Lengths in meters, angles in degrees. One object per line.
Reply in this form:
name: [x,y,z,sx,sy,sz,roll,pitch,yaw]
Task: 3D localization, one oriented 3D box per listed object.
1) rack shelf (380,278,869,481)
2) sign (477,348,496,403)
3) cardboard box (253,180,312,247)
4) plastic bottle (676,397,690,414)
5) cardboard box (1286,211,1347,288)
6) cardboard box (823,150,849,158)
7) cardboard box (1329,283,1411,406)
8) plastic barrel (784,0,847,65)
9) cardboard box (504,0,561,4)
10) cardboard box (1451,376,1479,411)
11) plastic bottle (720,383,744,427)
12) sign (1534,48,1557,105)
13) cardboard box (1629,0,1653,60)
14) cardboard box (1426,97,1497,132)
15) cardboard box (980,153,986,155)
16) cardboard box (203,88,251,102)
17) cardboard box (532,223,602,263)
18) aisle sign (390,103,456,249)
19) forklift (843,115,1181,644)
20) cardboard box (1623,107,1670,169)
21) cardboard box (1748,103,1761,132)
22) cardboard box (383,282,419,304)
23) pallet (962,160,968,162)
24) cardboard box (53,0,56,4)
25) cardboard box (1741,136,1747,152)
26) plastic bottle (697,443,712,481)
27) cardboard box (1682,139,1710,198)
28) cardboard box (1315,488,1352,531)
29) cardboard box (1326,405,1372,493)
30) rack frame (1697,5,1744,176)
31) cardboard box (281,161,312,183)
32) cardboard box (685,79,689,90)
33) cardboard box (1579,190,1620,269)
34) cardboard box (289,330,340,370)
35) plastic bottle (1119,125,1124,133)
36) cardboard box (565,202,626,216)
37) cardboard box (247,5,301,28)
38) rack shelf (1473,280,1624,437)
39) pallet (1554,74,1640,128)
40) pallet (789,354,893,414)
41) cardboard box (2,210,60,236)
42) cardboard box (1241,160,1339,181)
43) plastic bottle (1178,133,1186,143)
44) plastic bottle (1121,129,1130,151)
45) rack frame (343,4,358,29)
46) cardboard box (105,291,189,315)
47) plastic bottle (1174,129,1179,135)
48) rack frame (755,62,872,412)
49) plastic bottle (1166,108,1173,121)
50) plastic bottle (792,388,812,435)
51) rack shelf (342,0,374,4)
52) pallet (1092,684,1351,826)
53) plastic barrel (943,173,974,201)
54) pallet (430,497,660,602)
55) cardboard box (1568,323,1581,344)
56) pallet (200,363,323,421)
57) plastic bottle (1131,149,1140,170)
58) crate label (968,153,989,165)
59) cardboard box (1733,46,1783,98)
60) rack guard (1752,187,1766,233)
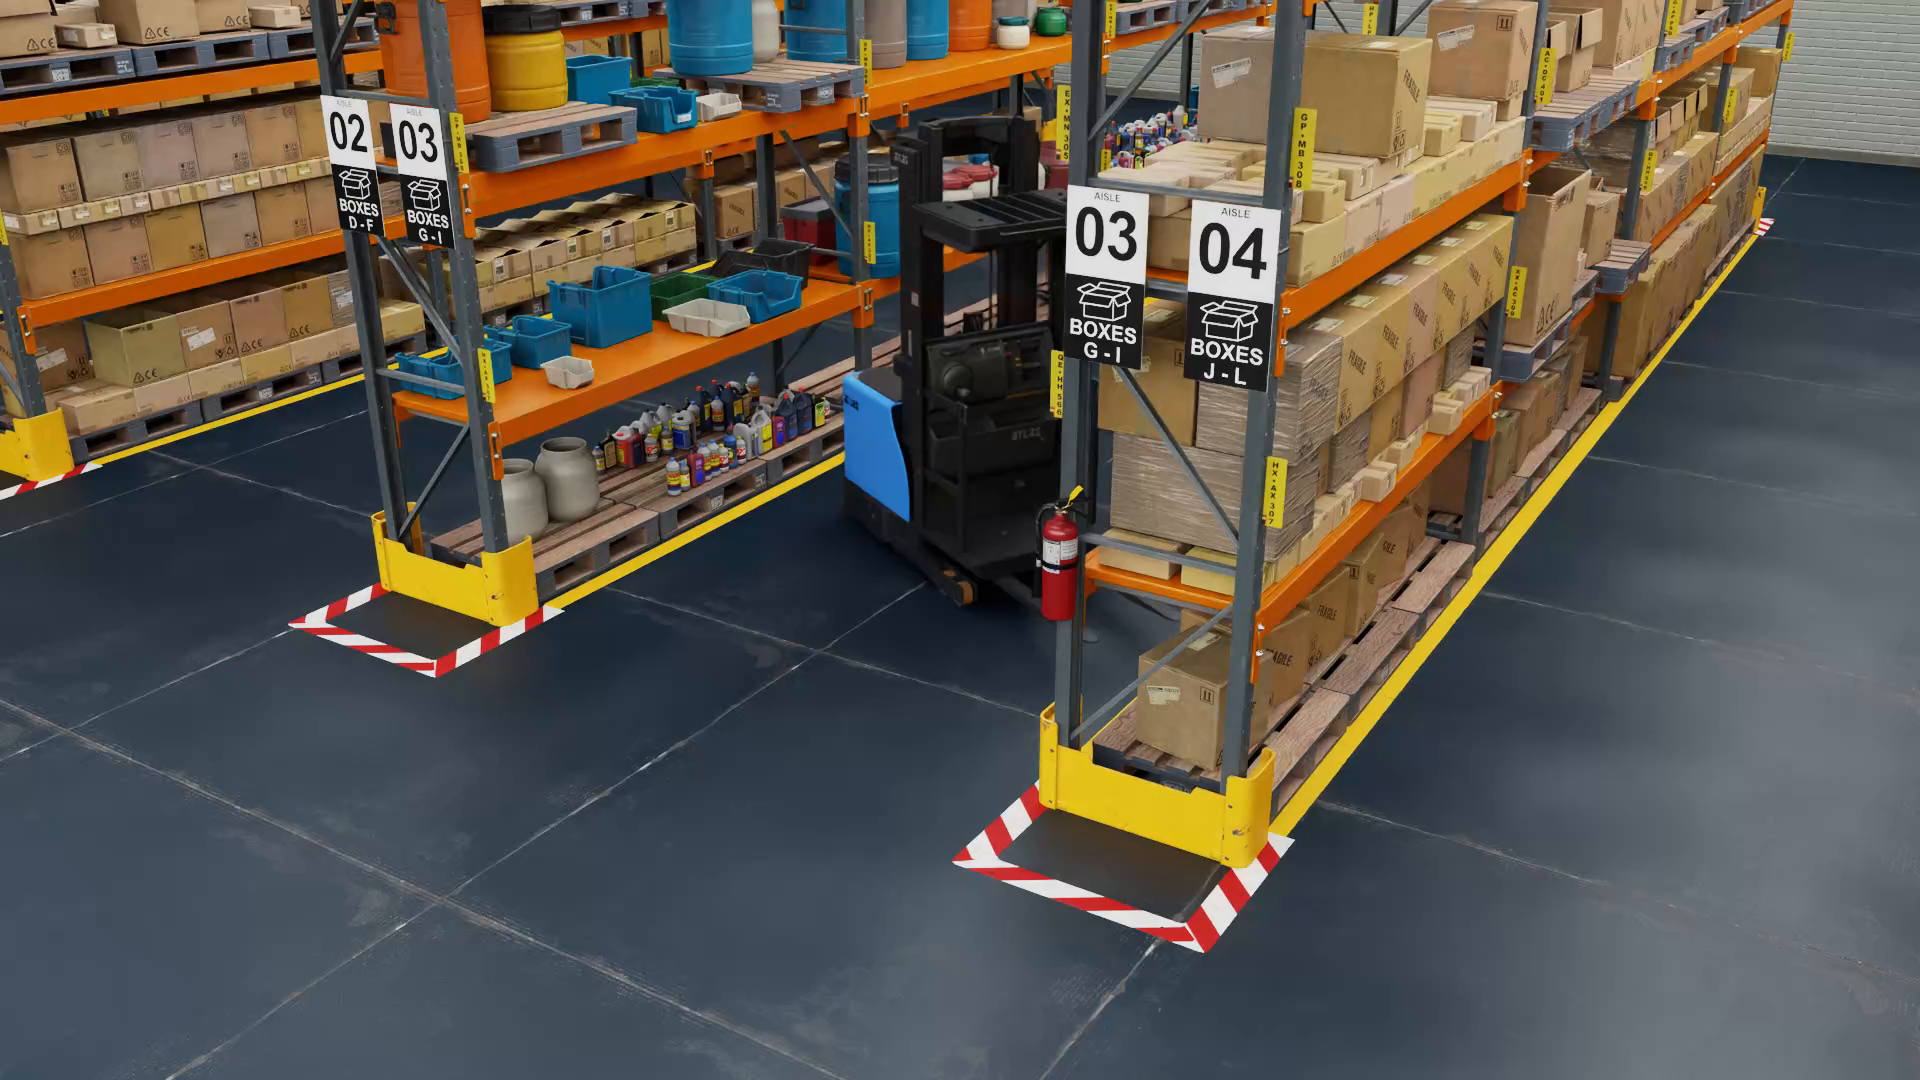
rack shelf: [-2.222,-1.310,11.906,1.077,0.370,4.000,14,27,29]
sign: [-2.812,-0.976,9.879,0.100,0.325,0.005,14,27,29]
cardboard box: [-6.142,-2.902,14.551,0.700,0.500,0.500,14,27,30]
plastic bottle: [-2.167,-0.975,13.091,0.061,0.283,0.133,15,28,31]
cardboard box: [1.405,-1.344,7.491,0.500,0.250,0.500,15,27,30]
cardboard box: [-1.438,-4.718,21.465,0.500,0.500,0.500,14,27,29]
cardboard box: [1.985,-1.033,8.603,0.500,0.500,0.500,14,27,29]
plastic barrel: [-1.083,-4.139,13.129,0.600,0.901,0.708,14,27,29]
cardboard box: [-4.312,-5.488,16.535,0.500,0.250,0.500,11,26,25]
cardboard box: [3.037,-0.946,10.475,0.380,0.149,0.250,14,27,29]
plastic bottle: [-1.823,-1.086,13.263,0.144,0.351,0.185,14,27,29]
sign: [3.506,-2.780,9.970,0.100,0.325,0.005,14,27,29]
cardboard box: [4.851,-3.891,12.430,0.500,0.500,0.500,14,27,29]
cardboard box: [2.838,-2.424,9.485,0.380,0.149,0.250,12,26,26]
cardboard box: [0.353,-5.795,24.269,0.500,0.250,0.500,14,27,29]
cardboard box: [-8.664,-5.220,19.352,0.700,0.500,0.500,18,29,36]
cardboard box: [-4.134,-3.149,17.476,0.500,0.311,0.500,15,27,30]
aisle sign: [-3.066,-2.073,9.490,0.394,0.787,0.004,14,27,29]
forklift: [0.314,-1.123,10.656,1.130,2.935,3.031,-13,26,-27]
cardboard box: [5.896,-3.596,14.893,0.797,0.503,0.637,15,27,30]
cardboard box: [8.804,-4.833,18.953,0.500,0.250,0.500,13,27,27]
cardboard box: [-5.401,-2.486,16.650,0.500,0.250,0.500,14,27,28]
pallet: [-0.147,-5.420,24.004,1.003,0.211,1.213,14,27,29]
cardboard box: [-9.641,-5.600,16.983,0.500,0.500,0.500,15,27,30]
cardboard box: [8.520,-4.419,18.498,0.380,0.149,0.250,13,27,27]
plastic bottle: [-1.875,-0.577,12.189,0.097,0.271,0.097,0,23,0]
cardboard box: [6.979,-3.643,16.263,0.500,0.500,0.500,15,27,31]
cardboard box: [1.829,-0.192,8.733,0.380,0.149,0.250,14,27,29]
cardboard box: [1.707,-0.643,8.960,0.875,0.500,0.500,14,27,29]
rack frame: [7.261,-3.977,17.162,1.000,3.000,0.127,14,27,29]
cardboard box: [-5.873,-3.218,14.467,0.380,0.149,0.250,14,27,29]
cardboard box: [-3.027,-5.179,19.284,0.700,0.500,0.500,5,24,11]
cardboard box: [4.691,-2.466,13.016,0.700,0.500,0.500,19,30,37]
cardboard box: [-5.955,-1.745,14.937,0.500,0.250,0.500,14,27,29]
plastic bottle: [1.790,-4.456,18.429,0.097,0.271,0.097,0,23,0]
cardboard box: [-4.059,-3.599,18.514,0.500,0.311,0.500,13,27,28]
cardboard box: [-5.777,-4.408,13.993,0.380,0.149,0.250,14,27,29]
rack shelf: [4.096,-1.622,12.627,1.077,0.370,4.000,14,27,29]
pallet: [4.002,-3.104,11.606,1.213,0.211,1.003,14,27,29]
pallet: [-0.786,-1.309,14.508,1.003,0.211,1.213,14,27,29]
cardboard box: [-7.093,-2.435,12.658,0.380,0.149,0.250,14,27,29]
cardboard box: [1.520,-1.641,7.676,0.380,0.149,0.250,13,27,28]
plastic bottle: [2.384,-4.256,17.953,0.061,0.283,0.133,14,27,29]
plastic bottle: [1.810,-4.360,18.207,0.097,0.271,0.097,0,23,0]
rack frame: [-7.474,-5.742,21.237,1.000,3.000,0.127,14,27,29]
cardboard box: [-6.938,-1.864,14.268,0.500,0.500,0.500,14,27,29]
plastic bottle: [2.352,-4.358,18.204,0.097,0.271,0.097,0,23,0]
rack frame: [-1.167,-2.315,13.323,1.000,3.000,0.127,14,27,29]
plastic bottle: [2.427,-4.883,19.400,0.061,0.283,0.133,14,27,29]
plastic bottle: [-1.262,-1.024,13.120,0.144,0.351,0.185,13,27,28]
rack shelf: [-8.529,-6.113,19.225,1.077,0.370,4.000,14,27,29]
pallet: [1.430,1.060,9.036,1.003,0.211,1.213,14,27,29]
plastic barrel: [-0.089,-2.902,14.507,0.433,0.535,0.433,0,23,0]
pallet: [-2.844,0.006,11.471,1.003,0.211,1.213,14,27,29]
cardboard box: [4.823,-1.794,13.767,0.500,0.250,0.500,15,28,31]
pallet: [-6.471,-1.402,14.723,1.003,0.211,1.213,14,27,29]
plastic bottle: [1.799,-3.882,17.088,0.061,0.283,0.133,14,27,29]
crate label: [0.189,-3.403,15.791,0.502,0.435,0.616,14,27,29]
cardboard box: [9.337,-5.520,19.595,0.500,0.500,0.500,14,27,30]
rack guard: [9.384,-4.189,20.796,1.175,0.500,0.348,14,27,29]
